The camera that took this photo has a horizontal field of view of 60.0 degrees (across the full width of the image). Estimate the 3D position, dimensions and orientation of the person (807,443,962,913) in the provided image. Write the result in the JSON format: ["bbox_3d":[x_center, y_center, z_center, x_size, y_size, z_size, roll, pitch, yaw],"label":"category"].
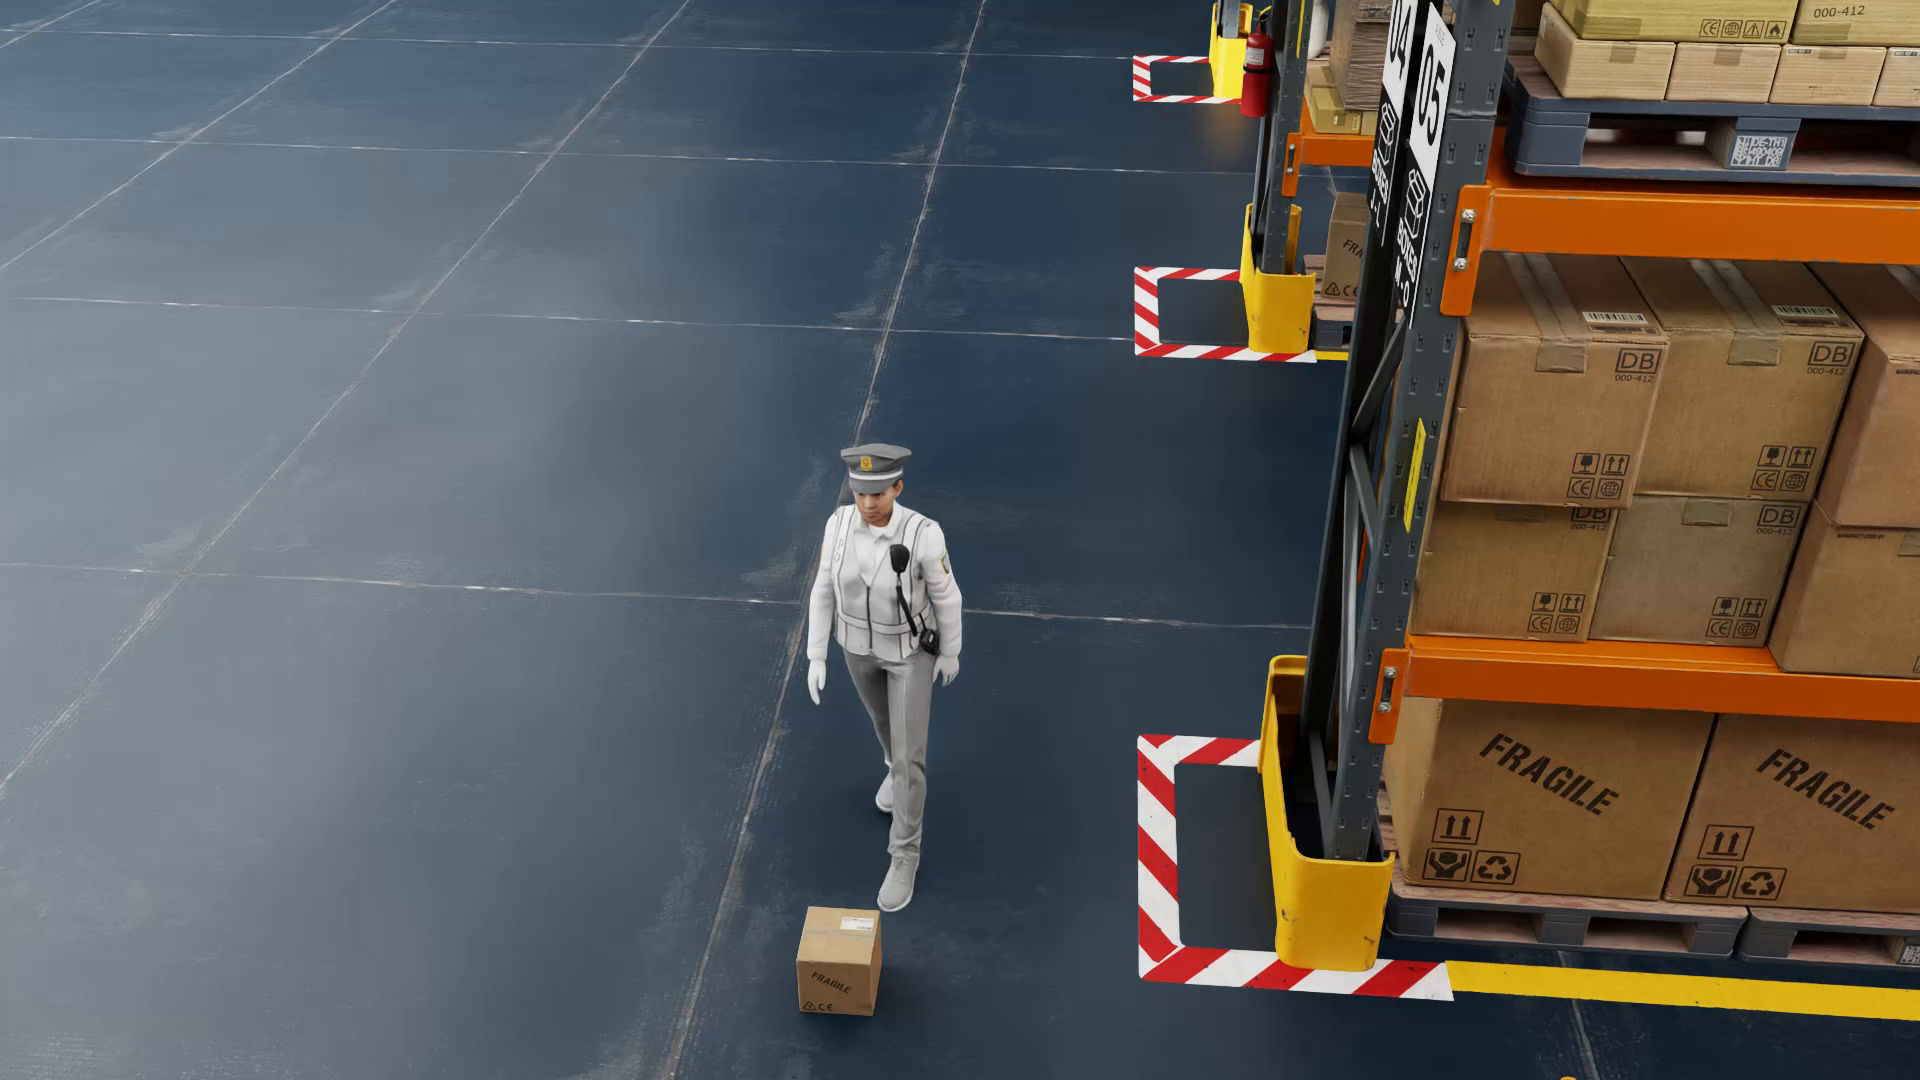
[{"bbox_3d":[-0.288,0.430,5.940,0.525,1.685,0.744,11,34,18],"label":"person"}]
